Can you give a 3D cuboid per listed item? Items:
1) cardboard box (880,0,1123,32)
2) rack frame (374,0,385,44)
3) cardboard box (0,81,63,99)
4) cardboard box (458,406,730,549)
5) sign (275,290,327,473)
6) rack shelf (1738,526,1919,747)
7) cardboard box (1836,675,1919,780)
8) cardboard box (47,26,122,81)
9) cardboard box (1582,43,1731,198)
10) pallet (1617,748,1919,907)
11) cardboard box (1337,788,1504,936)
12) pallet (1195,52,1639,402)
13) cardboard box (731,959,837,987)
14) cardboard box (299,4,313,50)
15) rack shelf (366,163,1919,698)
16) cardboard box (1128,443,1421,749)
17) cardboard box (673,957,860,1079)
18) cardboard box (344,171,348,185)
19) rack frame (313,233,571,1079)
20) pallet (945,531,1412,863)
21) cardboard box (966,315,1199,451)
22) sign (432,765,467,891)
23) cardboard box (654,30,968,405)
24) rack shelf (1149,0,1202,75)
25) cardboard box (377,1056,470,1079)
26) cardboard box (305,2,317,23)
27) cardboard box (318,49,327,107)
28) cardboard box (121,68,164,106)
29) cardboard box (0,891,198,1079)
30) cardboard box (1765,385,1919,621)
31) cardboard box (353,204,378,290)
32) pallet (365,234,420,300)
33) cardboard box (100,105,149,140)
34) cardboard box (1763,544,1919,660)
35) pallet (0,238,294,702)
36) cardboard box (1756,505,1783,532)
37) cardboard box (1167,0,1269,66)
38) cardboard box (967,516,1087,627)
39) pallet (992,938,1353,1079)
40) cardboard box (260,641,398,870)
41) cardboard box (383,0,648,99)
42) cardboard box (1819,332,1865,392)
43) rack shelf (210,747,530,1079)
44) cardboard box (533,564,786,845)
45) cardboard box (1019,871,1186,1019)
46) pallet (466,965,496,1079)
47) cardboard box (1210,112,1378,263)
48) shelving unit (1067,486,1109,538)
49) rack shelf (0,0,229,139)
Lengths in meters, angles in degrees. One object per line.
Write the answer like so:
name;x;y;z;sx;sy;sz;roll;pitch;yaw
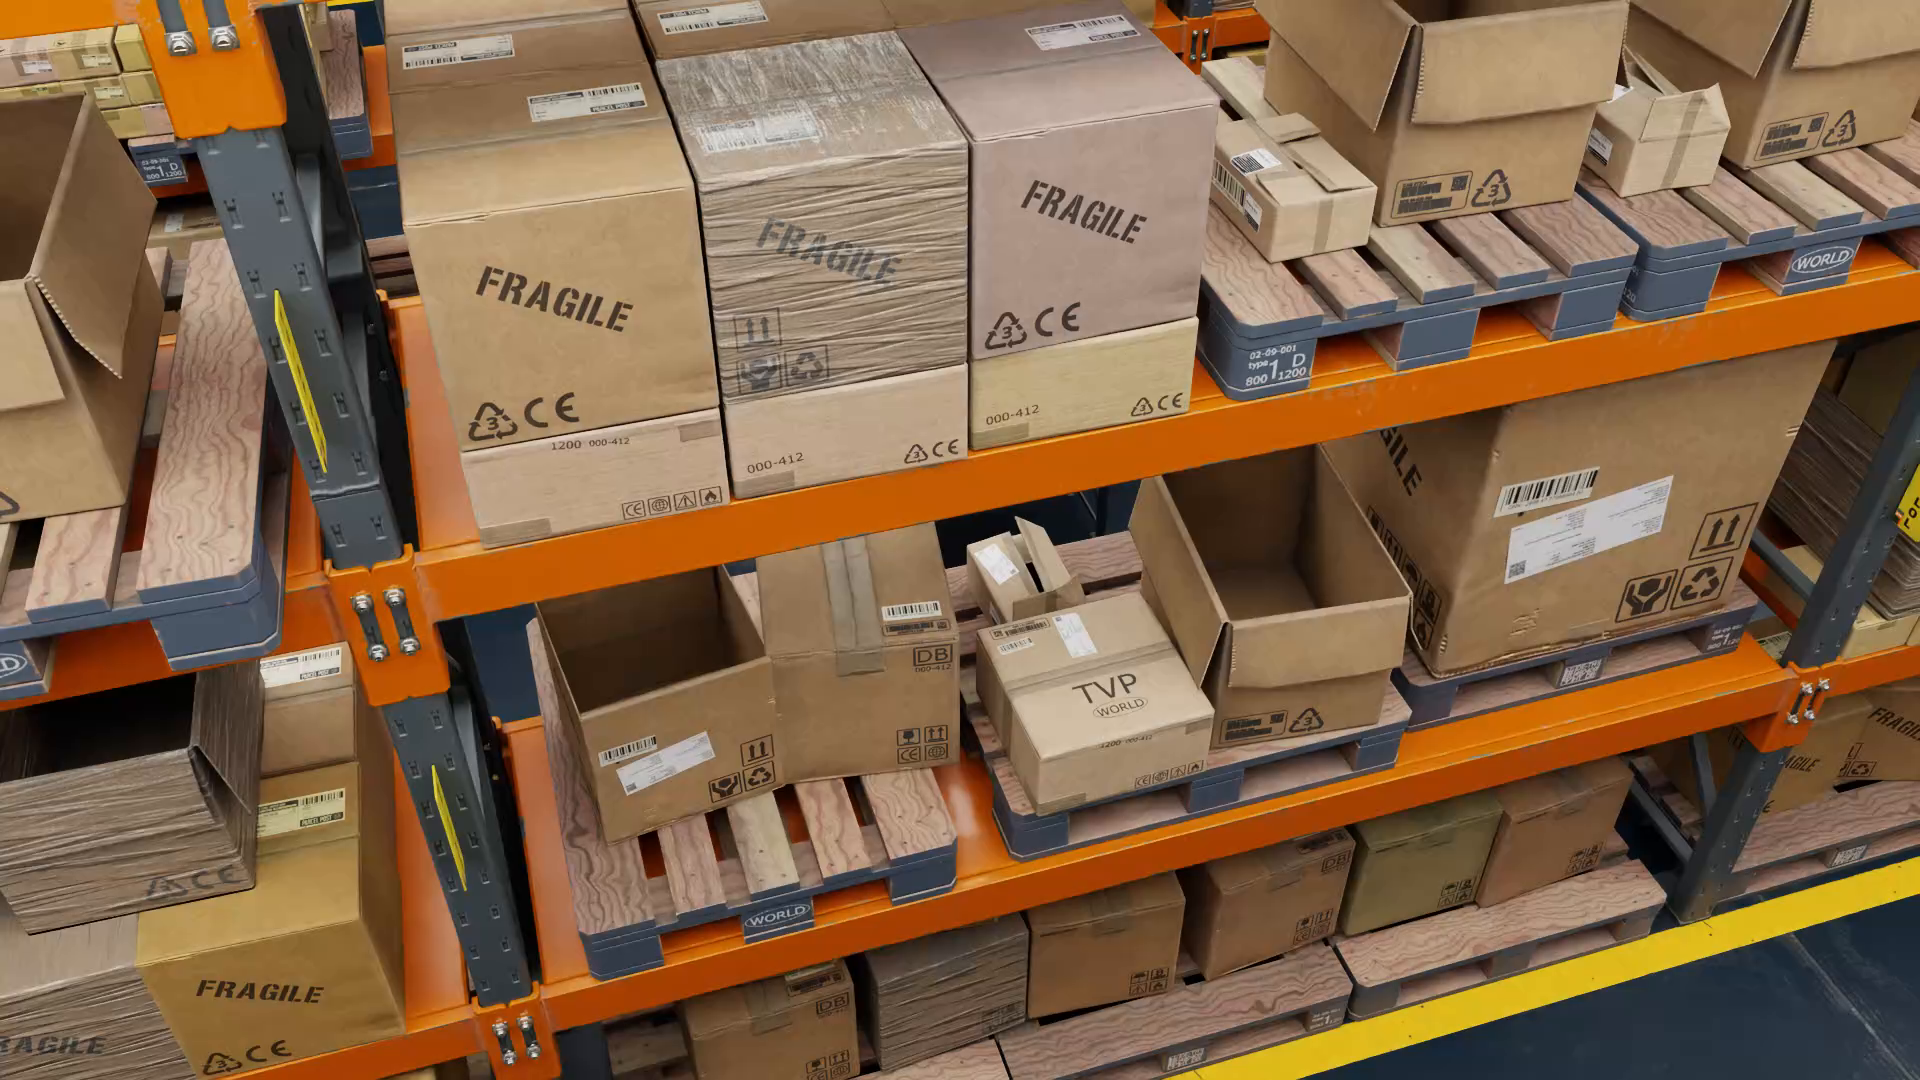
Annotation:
cardboard box;0.036;-1.071;3.810;0.500;0.500;0.500;-11;42;-12
rack frame;-2.700;-2.401;8.067;0.127;3.000;1.000;-12;42;-13
cardboard box;-4.015;-1.988;7.241;0.250;0.149;0.380;-12;43;-13
cardboard box;-0.782;-0.274;3.468;0.500;0.250;0.500;-11;42;-12
sign;-1.147;-0.272;2.898;0.005;0.325;0.100;-12;42;-13
rack shelf;4.417;-0.183;6.076;4.000;0.370;1.077;-12;42;-13
cardboard box;3.447;0.553;6.268;0.500;0.500;0.500;1;41;1
cardboard box;-3.773;-2.148;7.198;0.250;0.149;0.380;-11;42;-12
cardboard box;1.642;-1.047;4.021;0.258;0.266;0.396;-10;42;-12
pallet;3.139;0.837;6.481;1.213;0.211;1.003;-12;42;-13
cardboard box;1.456;0.908;5.846;0.500;0.500;0.700;-12;43;-13
pallet;0.900;-0.855;4.162;1.003;0.211;1.213;-12;42;-13
cardboard box;-0.676;1.074;5.086;0.500;0.250;0.500;-10;42;-11
cardboard box;-3.030;-2.304;7.376;0.250;0.149;0.380;-13;43;-15
rack shelf;0.601;-0.522;4.184;4.000;0.370;1.077;-12;42;-13
cardboard box;0.883;0.145;4.756;0.637;0.503;0.797;-8;42;-9
cardboard box;-0.673;1.363;5.325;0.500;0.500;0.700;-14;43;-15
cardboard box;-3.430;-1.915;8.523;0.500;0.250;0.500;-14;43;-15
rack frame;-1.306;0.732;4.482;0.127;3.000;1.000;-12;42;-13
pallet;0.570;0.387;5.022;1.213;0.211;1.003;-12;42;-13
cardboard box;0.196;-0.483;3.707;0.500;0.250;0.500;-11;42;-12
sign;-1.136;0.644;3.703;0.005;0.325;0.100;-12;42;-13
cardboard box;-0.296;-0.653;3.331;0.500;0.500;0.500;-11;42;-13
rack shelf;-0.792;-2.525;8.756;4.000;0.370;1.077;-12;42;-13
cardboard box;-1.971;1.497;4.901;0.875;0.875;1.225;-14;43;-15
cardboard box;-3.221;-2.607;7.949;0.250;0.149;0.380;-10;42;-11
cardboard box;-3.032;-2.078;7.570;0.250;0.149;0.380;-11;42;-12
cardboard box;-3.538;-2.085;7.352;0.250;0.149;0.380;-11;42;-12
cardboard box;-2.180;1.042;4.051;0.500;0.500;0.500;-12;43;-13
cardboard box;2.957;-0.258;5.313;0.500;0.500;0.875;-12;42;-13
cardboard box;-3.249;-1.323;8.415;0.500;0.500;0.500;-12;43;-13
pallet;-3.446;-1.197;8.809;1.213;0.211;1.003;-12;42;-13
cardboard box;-3.754;-1.932;7.403;0.250;0.149;0.380;-12;43;-14
cardboard box;2.804;0.182;5.302;0.250;0.149;0.380;-12;42;-13
pallet;-1.904;-0.166;3.373;1.003;0.211;1.213;-10;42;-11
cardboard box;2.626;-0.191;5.729;0.250;0.149;0.380;-12;42;-13
cardboard box;1.736;-2.629;9.625;0.875;0.875;0.875;-11;42;-12
cardboard box;0.203;0.126;4.959;0.258;0.266;0.396;-13;43;-14
pallet;0.601;1.390;5.848;1.213;0.211;1.003;-12;42;-13
cardboard box;-1.852;0.620;4.534;0.500;0.500;0.500;-11;42;-12
cardboard box;-0.926;-0.875;3.585;0.500;0.500;0.500;-11;42;-12
cardboard box;2.856;-0.846;5.226;0.500;0.500;0.500;-12;42;-13
rack shelf;-3.214;1.398;4.266;4.000;0.370;1.077;-12;42;-13
cardboard box;-0.803;0.404;4.462;0.500;0.500;0.500;-17;44;-18
cardboard box;0.391;1.129;5.593;0.500;0.500;0.700;-8;42;-9
pallet;-2.081;1.891;5.275;1.213;0.211;1.003;-12;42;-13
cardboard box;0.751;-0.825;3.842;0.250;0.166;0.380;-13;43;-14
shelving unit;0.081;-0.582;7.125;1.048;1.500;0.538;-12;42;-13
rack shelf;-3.214;-0.710;2.424;4.000;0.370;1.077;-12;42;-13
